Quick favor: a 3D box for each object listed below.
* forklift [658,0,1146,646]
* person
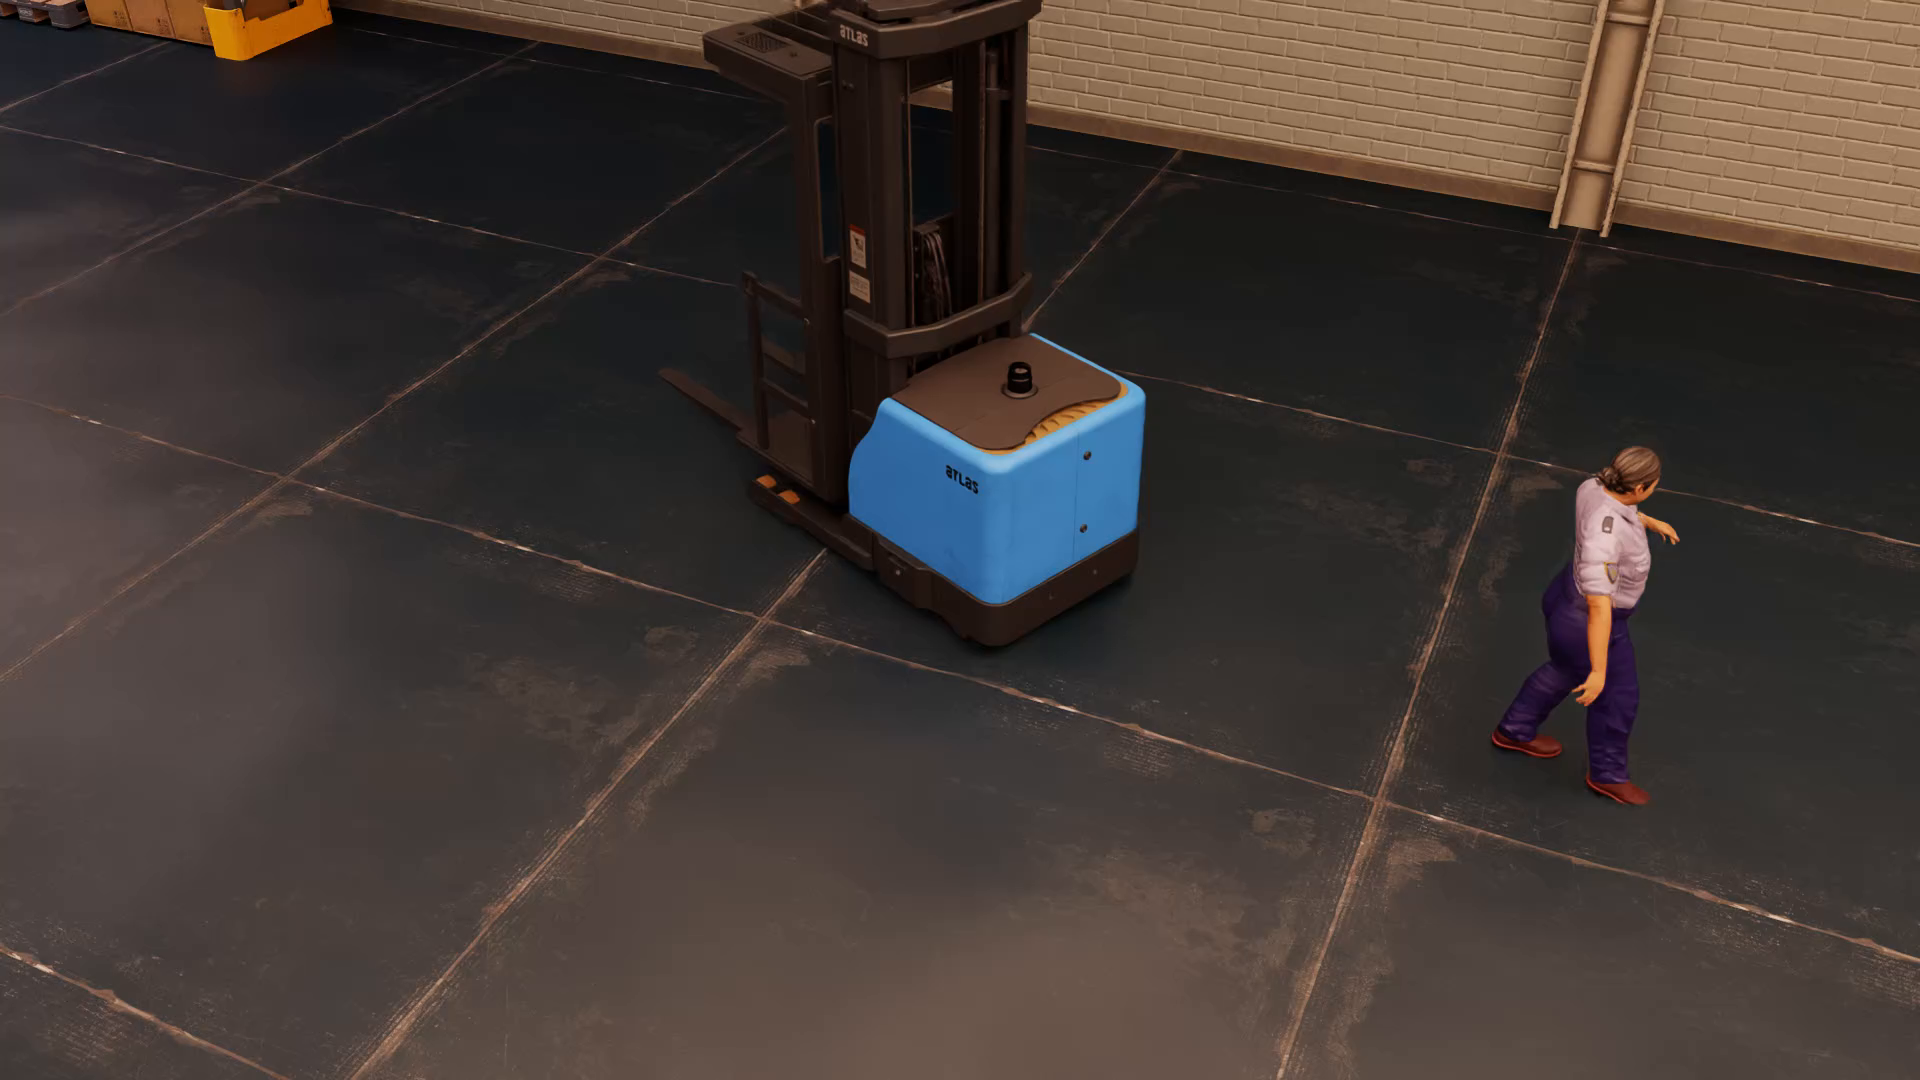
[{"bbox_3d":[-0.478,-1.465,8.141,1.130,2.935,3.031,-28,44,-33],"label":"forklift"},{"bbox_3d":[2.649,0.357,6.753,0.665,1.655,0.926,6,36,9],"label":"person"}]
